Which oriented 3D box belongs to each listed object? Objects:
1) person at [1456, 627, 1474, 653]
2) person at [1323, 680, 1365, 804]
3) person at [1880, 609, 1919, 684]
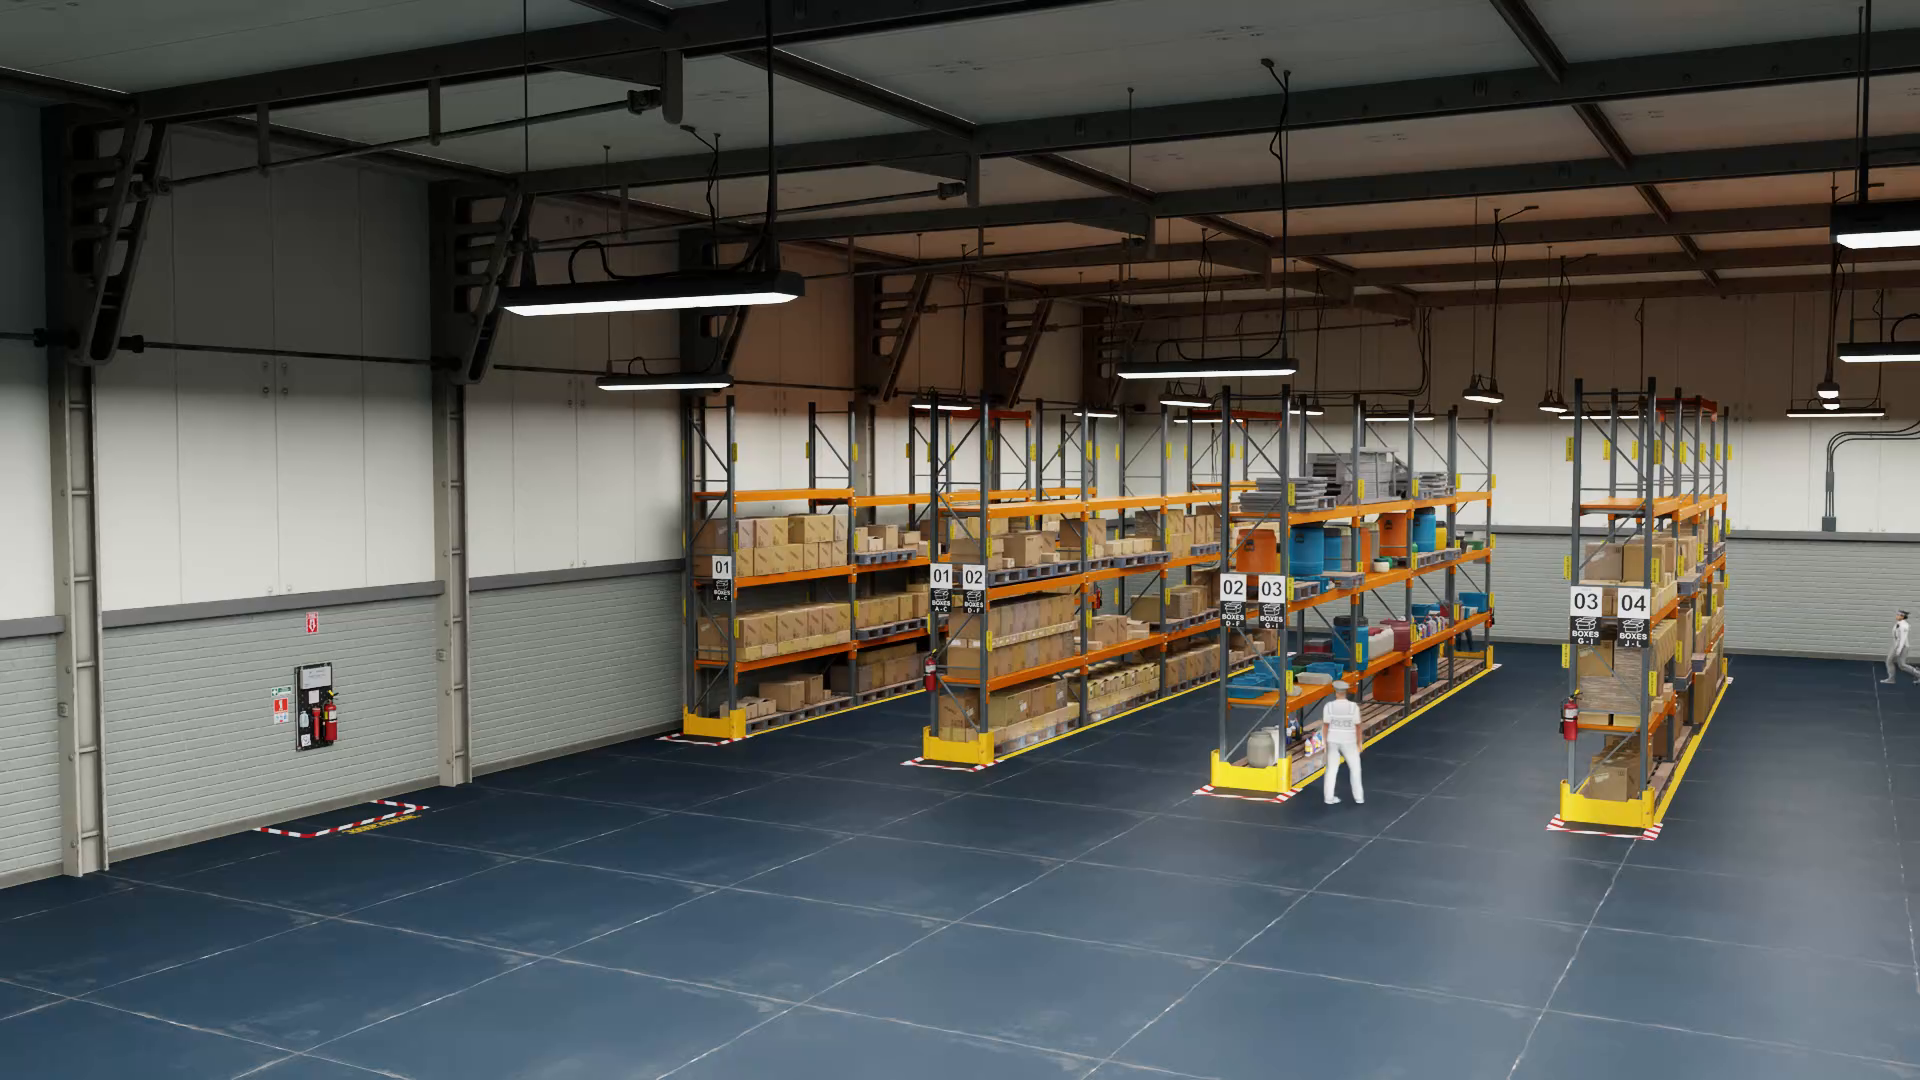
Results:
[{"bbox_3d":[12.137,2.101,39.975,0.496,1.596,0.374,1,3,16],"label":"person"},{"bbox_3d":[5.505,2.874,23.712,0.526,1.758,0.602,2,4,38],"label":"person"},{"bbox_3d":[20.246,2.286,35.723,0.804,1.636,0.534,1,3,23],"label":"person"}]
